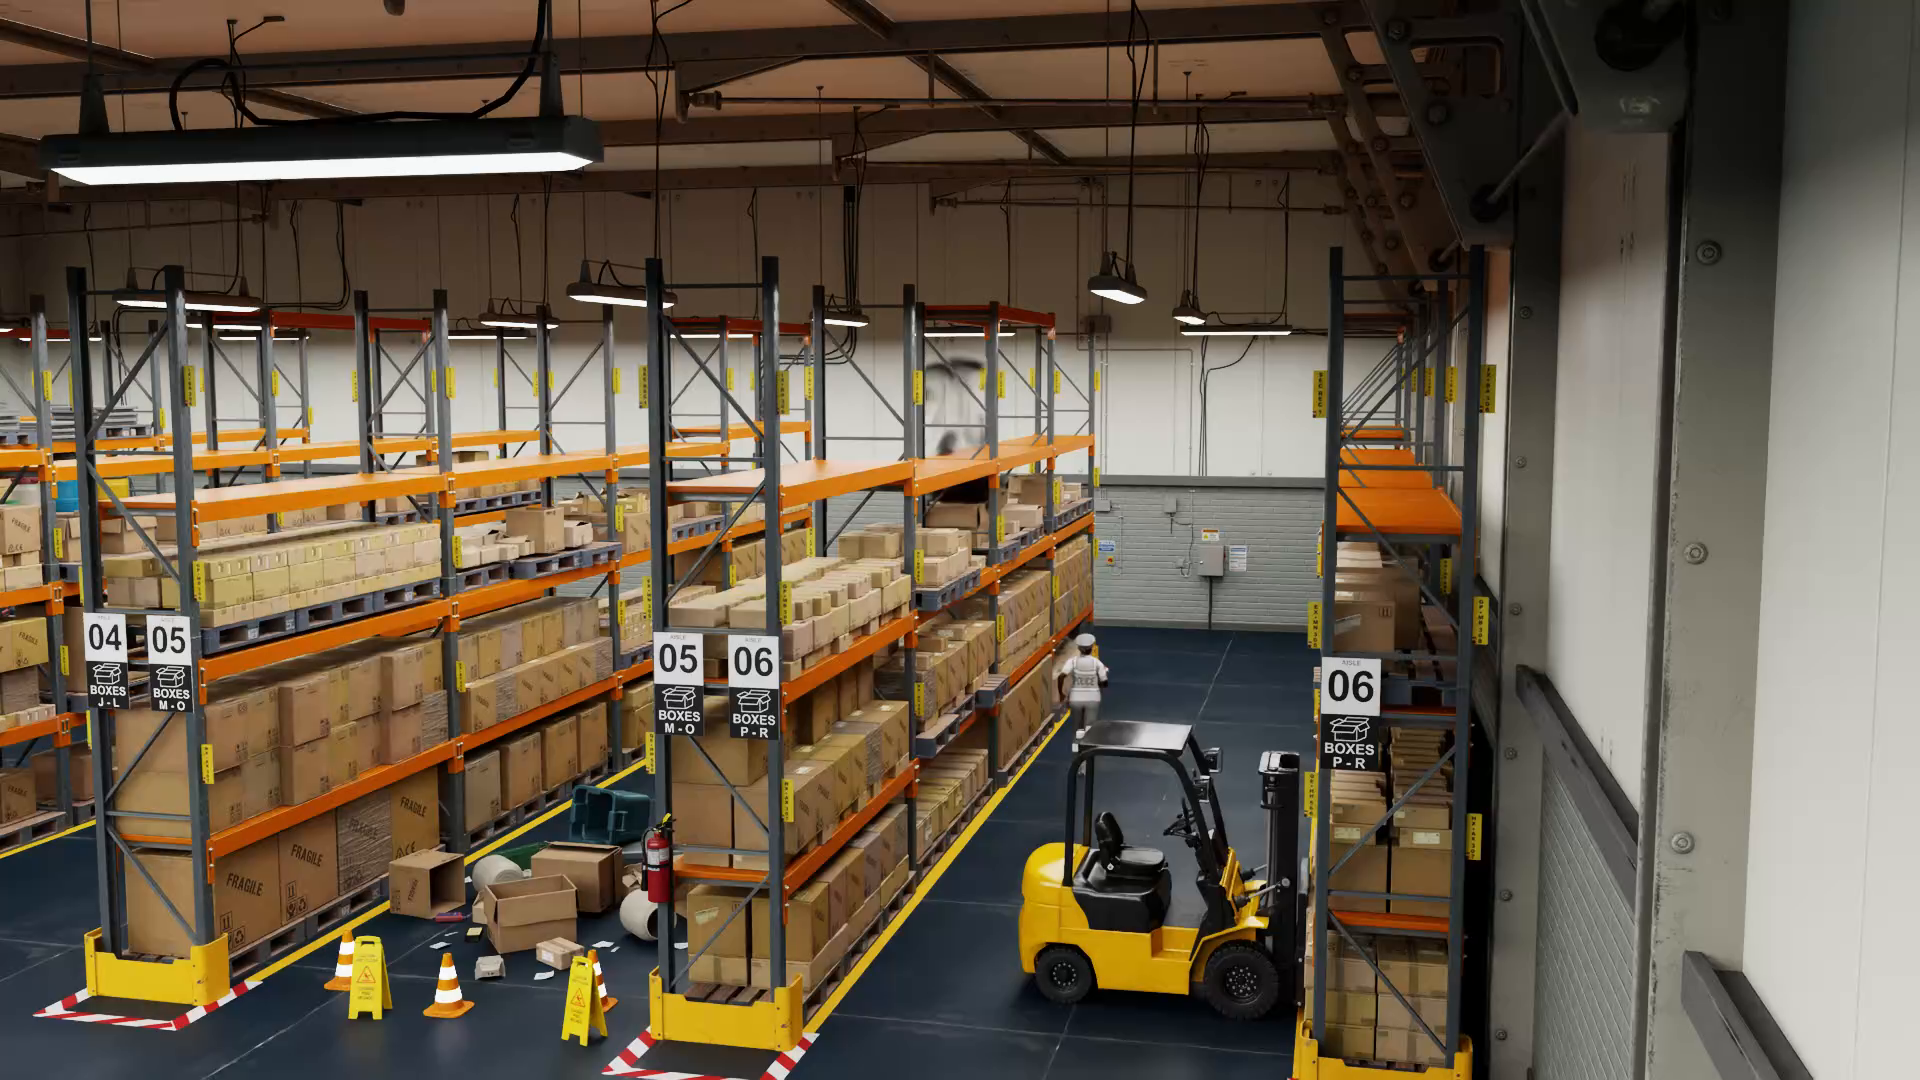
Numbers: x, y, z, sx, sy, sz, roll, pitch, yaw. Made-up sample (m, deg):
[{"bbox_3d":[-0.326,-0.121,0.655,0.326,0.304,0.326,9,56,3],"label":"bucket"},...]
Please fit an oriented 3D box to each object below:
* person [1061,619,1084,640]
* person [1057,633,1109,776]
[{"bbox_3d":[1.942,1.345,29.411,0.593,1.677,0.697,4,7,31],"label":"person"},{"bbox_3d":[1.486,2.027,20.026,0.589,1.794,0.727,1,6,14],"label":"person"}]
